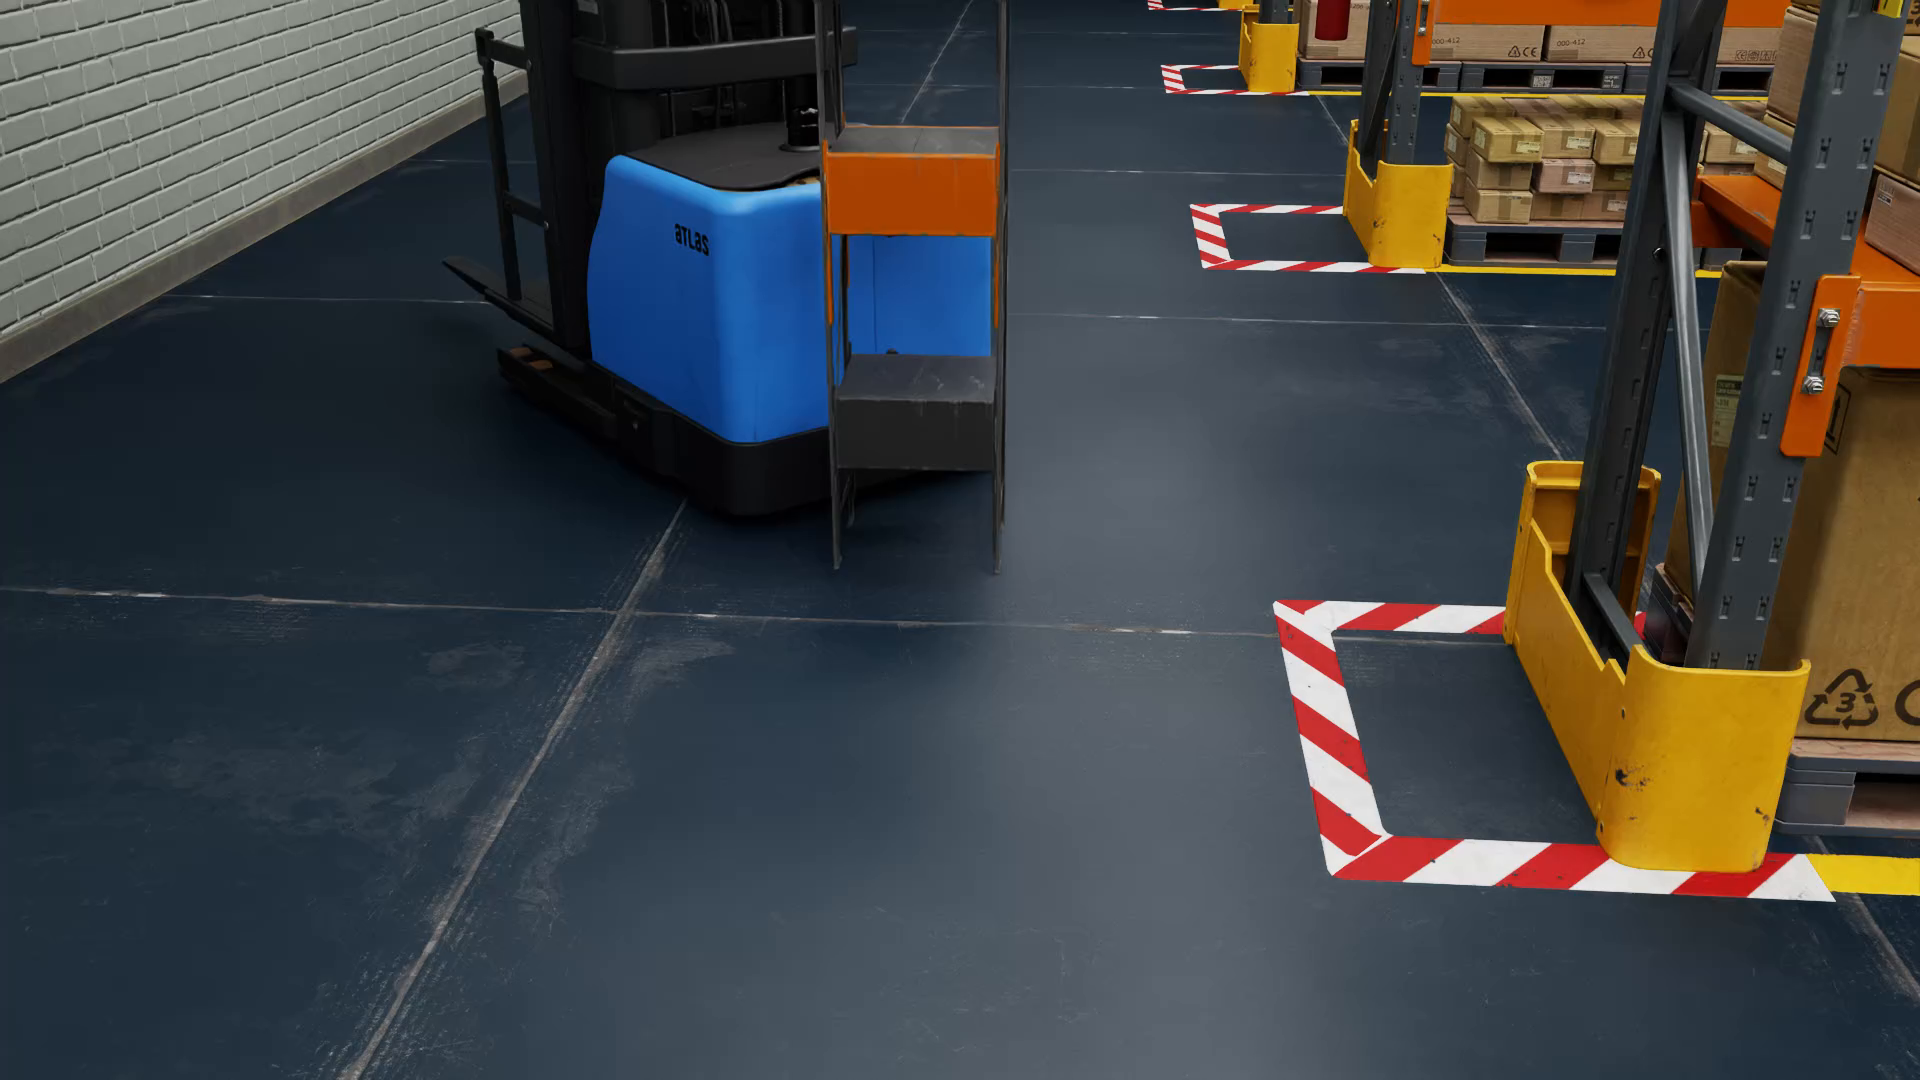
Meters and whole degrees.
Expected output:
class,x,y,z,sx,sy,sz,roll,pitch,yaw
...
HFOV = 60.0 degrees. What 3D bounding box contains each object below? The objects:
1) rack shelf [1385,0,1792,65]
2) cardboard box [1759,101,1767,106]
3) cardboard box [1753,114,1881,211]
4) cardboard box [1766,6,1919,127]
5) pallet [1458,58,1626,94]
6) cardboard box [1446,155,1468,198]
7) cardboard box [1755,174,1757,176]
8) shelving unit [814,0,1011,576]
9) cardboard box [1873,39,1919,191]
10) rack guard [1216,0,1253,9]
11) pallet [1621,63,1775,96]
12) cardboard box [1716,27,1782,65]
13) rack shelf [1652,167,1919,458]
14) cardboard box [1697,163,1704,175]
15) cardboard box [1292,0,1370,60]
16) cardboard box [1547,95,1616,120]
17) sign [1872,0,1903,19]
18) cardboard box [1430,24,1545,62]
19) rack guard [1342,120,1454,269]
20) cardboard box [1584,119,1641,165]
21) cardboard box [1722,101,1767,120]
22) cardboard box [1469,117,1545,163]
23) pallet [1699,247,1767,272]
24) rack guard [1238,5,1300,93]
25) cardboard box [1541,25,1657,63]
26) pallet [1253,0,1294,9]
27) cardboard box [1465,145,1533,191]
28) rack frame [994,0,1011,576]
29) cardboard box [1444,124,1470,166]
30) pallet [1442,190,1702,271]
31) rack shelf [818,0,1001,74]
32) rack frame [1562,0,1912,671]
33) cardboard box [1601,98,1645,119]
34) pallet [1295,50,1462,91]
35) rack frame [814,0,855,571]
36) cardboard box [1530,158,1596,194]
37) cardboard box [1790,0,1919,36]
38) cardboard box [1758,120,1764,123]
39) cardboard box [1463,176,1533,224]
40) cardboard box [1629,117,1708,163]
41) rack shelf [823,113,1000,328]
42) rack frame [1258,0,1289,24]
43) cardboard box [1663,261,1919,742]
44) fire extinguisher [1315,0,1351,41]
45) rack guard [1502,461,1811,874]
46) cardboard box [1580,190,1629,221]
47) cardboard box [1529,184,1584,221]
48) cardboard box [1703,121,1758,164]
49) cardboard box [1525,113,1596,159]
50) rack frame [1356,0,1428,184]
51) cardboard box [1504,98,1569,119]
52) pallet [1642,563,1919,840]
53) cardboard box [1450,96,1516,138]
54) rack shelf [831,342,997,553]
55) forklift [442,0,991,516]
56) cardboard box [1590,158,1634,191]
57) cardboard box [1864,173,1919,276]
class,x,y,z,sx,sy,sz,roll,pitch,yaw
rack shelf,4.155,-2.549,8.061,4.000,0.370,1.077,2,25,4
cardboard box,4.265,-2.135,8.499,0.250,0.149,0.380,2,25,4
cardboard box,2.061,-0.887,3.890,0.250,0.149,0.380,2,25,5
cardboard box,2.184,-1.038,3.740,0.500,0.250,0.500,1,25,3
pallet,4.455,-3.706,13.051,1.213,0.211,1.003,2,25,4
cardboard box,2.702,-1.905,8.710,0.250,0.149,0.380,2,25,5
cardboard box,3.976,-1.830,8.190,0.250,0.149,0.380,3,25,7
shelving unit,-0.120,-0.936,4.773,0.503,2.100,0.431,1,25,3
cardboard box,2.138,-0.815,3.255,0.500,0.250,0.500,1,25,3
rack guard,2.891,-5.937,17.554,0.348,0.500,1.175,2,25,4
pallet,5.675,-3.668,12.969,1.213,0.211,1.003,2,25,4
cardboard box,5.809,-3.969,12.851,0.875,0.438,0.875,1,25,3
rack shelf,3.674,-0.485,3.575,4.000,0.370,1.077,2,25,4
cardboard box,3.431,-1.790,8.104,0.250,0.149,0.380,3,25,6
cardboard box,3.105,-4.053,13.033,0.875,0.438,0.875,1,25,2
cardboard box,3.222,-2.207,8.654,0.250,0.149,0.380,1,25,3
sign,1.632,-1.074,2.864,0.005,0.325,0.100,2,25,4
cardboard box,4.018,-4.027,12.977,0.875,0.438,0.875,2,25,5
rack guard,2.236,-1.801,8.567,0.348,0.500,1.175,2,25,4
cardboard box,3.183,-1.927,8.046,0.250,0.149,0.380,2,25,4
cardboard box,4.002,-2.132,8.491,0.250,0.149,0.380,1,25,2
cardboard box,2.657,-1.947,8.089,0.250,0.149,0.380,1,25,2
pallet,4.257,-1.589,8.452,1.213,0.211,1.003,2,25,4
rack guard,2.415,-3.871,13.065,0.348,0.500,1.175,2,25,4
cardboard box,4.917,-3.998,12.913,0.875,0.438,0.875,1,25,2
pallet,3.686,-5.780,17.560,1.213,0.211,1.003,2,25,4
cardboard box,2.663,-1.847,8.227,0.250,0.149,0.380,3,25,6
rack frame,0.124,-0.930,4.759,0.015,2.100,0.400,1,25,3
cardboard box,2.709,-2.072,8.718,0.250,0.149,0.380,1,25,3
pallet,3.044,-1.630,8.539,1.213,0.211,1.003,2,25,4
rack shelf,-0.120,-1.560,4.486,0.480,0.518,0.431,1,25,3
rack frame,1.680,-0.875,3.564,0.127,3.000,1.000,2,25,4
cardboard box,3.475,-2.172,8.578,0.250,0.149,0.380,1,25,2
pallet,3.242,-3.746,13.139,1.213,0.211,1.003,2,25,4
rack frame,-0.363,-0.943,4.787,0.015,2.100,0.400,1,25,3
cardboard box,2.932,-1.814,8.157,0.250,0.149,0.380,2,25,4
cardboard box,2.186,-1.377,3.581,0.500,0.500,0.500,2,25,5
cardboard box,3.971,-1.913,8.016,0.250,0.149,0.380,2,25,5
cardboard box,2.659,-1.685,8.232,0.250,0.149,0.380,2,25,5
cardboard box,3.436,-1.953,8.103,0.250,0.149,0.380,1,25,1
rack shelf,-0.120,-0.924,4.779,0.480,0.518,0.431,1,25,3
rack frame,2.439,-5.006,12.540,0.127,3.000,1.000,2,25,4
cardboard box,2.325,-0.114,3.949,0.875,0.875,0.875,2,25,4
fire extinguisher,1.945,-2.935,8.579,0.183,0.674,0.296,2,25,4
rack guard,1.656,0.259,4.088,0.348,0.500,1.175,2,25,4
cardboard box,3.174,-1.706,8.276,0.250,0.149,0.380,2,25,5
cardboard box,2.926,-1.711,8.288,0.250,0.149,0.380,2,25,4
cardboard box,3.712,-1.941,8.076,0.250,0.149,0.380,3,25,6
cardboard box,2.941,-1.988,8.179,0.250,0.149,0.380,2,25,5
rack frame,2.161,-2.939,8.050,0.127,3.000,1.000,2,25,4
cardboard box,2.954,-2.162,8.557,0.250,0.149,0.380,2,25,5
pallet,2.483,0.384,4.162,1.213,0.211,1.003,2,25,4
cardboard box,2.708,-2.194,8.626,0.250,0.149,0.380,2,25,5
rack shelf,-0.120,-0.288,5.072,0.480,0.518,0.431,1,25,3
forklift,-1.158,-1.964,6.013,1.130,2.935,3.031,-17,30,-33
cardboard box,3.183,-1.843,8.220,0.250,0.149,0.380,2,25,5
cardboard box,2.009,-0.612,3.293,0.250,0.149,0.380,2,25,5
